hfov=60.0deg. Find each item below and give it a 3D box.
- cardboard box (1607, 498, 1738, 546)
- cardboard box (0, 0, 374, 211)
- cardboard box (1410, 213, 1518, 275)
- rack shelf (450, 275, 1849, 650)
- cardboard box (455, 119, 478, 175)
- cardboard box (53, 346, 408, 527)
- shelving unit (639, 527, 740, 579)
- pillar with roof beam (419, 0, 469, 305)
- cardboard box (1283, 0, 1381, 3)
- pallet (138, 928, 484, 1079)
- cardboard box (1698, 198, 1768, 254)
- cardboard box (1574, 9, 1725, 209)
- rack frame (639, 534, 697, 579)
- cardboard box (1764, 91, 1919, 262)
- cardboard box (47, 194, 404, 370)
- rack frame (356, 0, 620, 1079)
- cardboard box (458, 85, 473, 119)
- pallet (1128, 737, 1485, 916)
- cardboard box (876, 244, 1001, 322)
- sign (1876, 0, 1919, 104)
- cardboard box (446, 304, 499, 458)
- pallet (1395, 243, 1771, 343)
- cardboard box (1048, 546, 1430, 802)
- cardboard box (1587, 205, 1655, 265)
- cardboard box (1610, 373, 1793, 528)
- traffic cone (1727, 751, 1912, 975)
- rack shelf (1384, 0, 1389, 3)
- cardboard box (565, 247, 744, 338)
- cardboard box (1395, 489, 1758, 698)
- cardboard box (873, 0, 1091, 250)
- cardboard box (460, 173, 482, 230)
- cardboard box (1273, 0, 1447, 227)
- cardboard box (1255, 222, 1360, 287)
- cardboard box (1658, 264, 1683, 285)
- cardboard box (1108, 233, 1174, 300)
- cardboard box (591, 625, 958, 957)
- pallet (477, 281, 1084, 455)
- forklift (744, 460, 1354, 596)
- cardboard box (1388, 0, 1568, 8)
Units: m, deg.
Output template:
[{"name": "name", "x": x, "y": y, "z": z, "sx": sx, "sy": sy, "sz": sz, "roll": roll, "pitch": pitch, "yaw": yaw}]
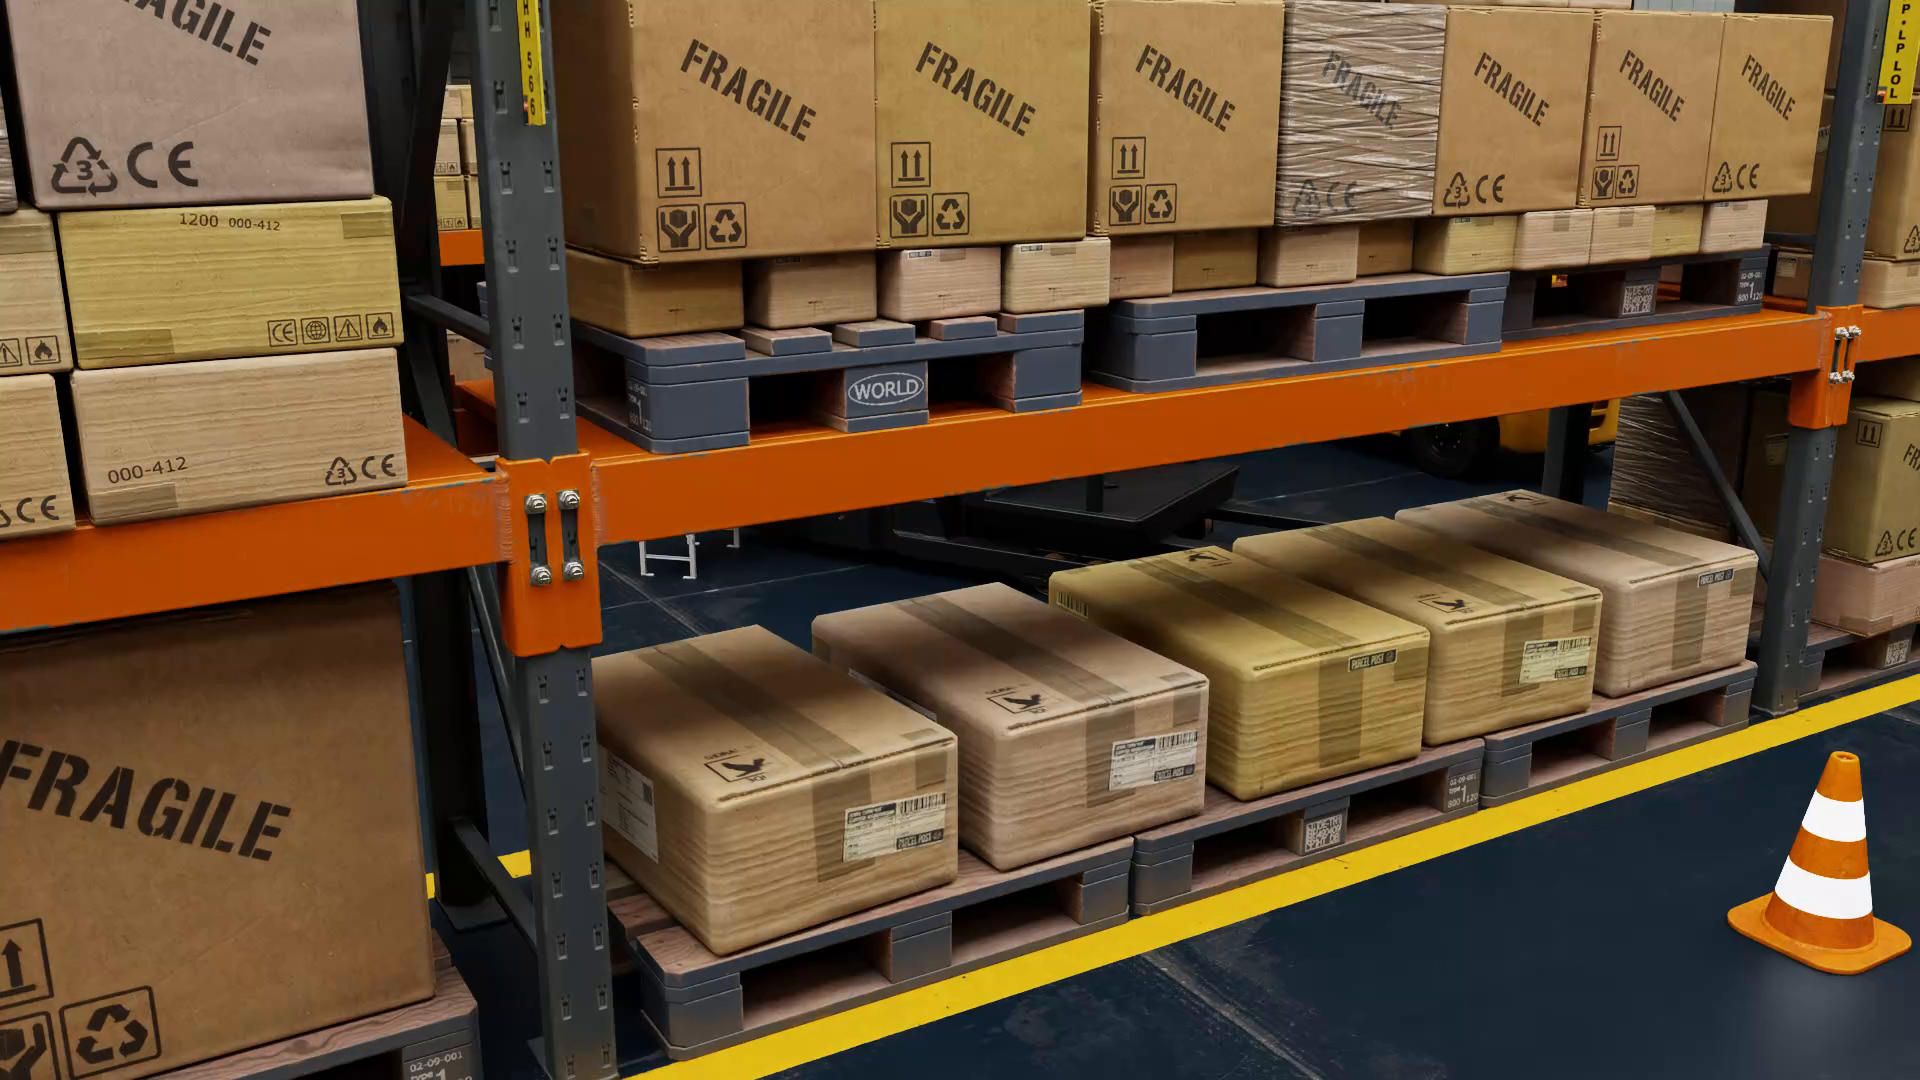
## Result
[{"name": "cardboard box", "x": 2.784, "y": -0.014, "z": 6.217, "sx": 0.500, "sy": 0.250, "sz": 0.500, "roll": -8, "pitch": 18, "yaw": -27}, {"name": "cardboard box", "x": -1.321, "y": -0.832, "z": 2.784, "sx": 0.500, "sy": 0.500, "sz": 0.500, "roll": -10, "pitch": 18, "yaw": -31}, {"name": "cardboard box", "x": 1.235, "y": -0.798, "z": 4.388, "sx": 0.250, "sy": 0.149, "sz": 0.380, "roll": -9, "pitch": 18, "yaw": -30}, {"name": "rack shelf", "x": 0.702, "y": -0.367, "z": 4.493, "sx": 4.000, "sy": 0.370, "sz": 1.077, "roll": -9, "pitch": 18, "yaw": -30}, {"name": "cardboard box", "x": -2.178, "y": -1.895, "z": 7.963, "sx": 0.500, "sy": 0.250, "sz": 0.500, "roll": -10, "pitch": 18, "yaw": -31}, {"name": "cardboard box", "x": -1.313, "y": -0.232, "z": 2.960, "sx": 0.500, "sy": 0.250, "sz": 0.500, "roll": -10, "pitch": 18, "yaw": -32}, {"name": "shelving unit", "x": -1.144, "y": -0.489, "z": 6.932, "sx": 0.258, "sy": 1.200, "sz": 0.503, "roll": 4, "pitch": 16, "yaw": 13}, {"name": "pillar with roof beam", "x": -0.702, "y": -3.865, "z": 4.527, "sx": 0.400, "sy": 9.000, "sz": 9.100, "roll": -9, "pitch": 18, "yaw": -30}, {"name": "cardboard box", "x": 0.952, "y": -1.539, "z": 4.625, "sx": 0.250, "sy": 0.149, "sz": 0.380, "roll": -8, "pitch": 18, "yaw": -27}, {"name": "pallet", "x": -1.727, "y": 1.000, "z": 3.452, "sx": 1.213, "sy": 0.211, "sz": 1.003, "roll": -9, "pitch": 18, "yaw": -30}, {"name": "cardboard box", "x": 2.117, "y": -0.937, "z": 4.882, "sx": 0.250, "sy": 0.149, "sz": 0.380, "roll": -9, "pitch": 18, "yaw": -29}, {"name": "cardboard box", "x": 1.714, "y": -1.198, "z": 4.612, "sx": 0.500, "sy": 0.500, "sz": 0.500, "roll": -9, "pitch": 18, "yaw": -29}, {"name": "rack frame", "x": -1.202, "y": -0.425, "z": 6.704, "sx": 0.240, "sy": 1.200, "sz": 0.015, "roll": 4, "pitch": 16, "yaw": 13}, {"name": "cardboard box", "x": 2.937, "y": -1.179, "z": 5.322, "sx": 0.500, "sy": 0.500, "sz": 0.500, "roll": -9, "pitch": 18, "yaw": -30}, {"name": "cardboard box", "x": -1.297, "y": -0.477, "z": 2.907, "sx": 0.500, "sy": 0.250, "sz": 0.500, "roll": -9, "pitch": 18, "yaw": -30}, {"name": "rack frame", "x": -1.013, "y": -0.435, "z": 3.404, "sx": 0.127, "sy": 3.000, "sz": 1.000, "roll": -9, "pitch": 18, "yaw": -30}, {"name": "cardboard box", "x": -2.295, "y": -2.080, "z": 7.885, "sx": 0.250, "sy": 0.149, "sz": 0.380, "roll": -9, "pitch": 18, "yaw": -29}, {"name": "pallet", "x": 0.702, "y": 0.631, "z": 4.768, "sx": 1.213, "sy": 0.211, "sz": 1.003, "roll": -9, "pitch": 18, "yaw": -30}, {"name": "cardboard box", "x": -0.121, "y": -0.577, "z": 3.599, "sx": 0.250, "sy": 0.149, "sz": 0.380, "roll": -11, "pitch": 19, "yaw": -33}, {"name": "sign", "x": 2.705, "y": -1.421, "z": 4.775, "sx": 0.005, "sy": 0.325, "sz": 0.100, "roll": -9, "pitch": 18, "yaw": -30}, {"name": "cardboard box", "x": -2.475, "y": -0.818, "z": 8.392, "sx": 0.625, "sy": 0.625, "sz": 0.875, "roll": -9, "pitch": 18, "yaw": -28}, {"name": "pallet", "x": 1.686, "y": -0.826, "z": 5.155, "sx": 1.213, "sy": 0.211, "sz": 1.003, "roll": -9, "pitch": 18, "yaw": -30}, {"name": "cardboard box", "x": 0.758, "y": 0.343, "z": 4.718, "sx": 0.625, "sy": 0.372, "sz": 0.950, "roll": -9, "pitch": 18, "yaw": -28}, {"name": "cardboard box", "x": 1.679, "y": -0.860, "z": 4.609, "sx": 0.250, "sy": 0.149, "sz": 0.380, "roll": -10, "pitch": 18, "yaw": -31}, {"name": "cardboard box", "x": 2.785, "y": -0.375, "z": 6.116, "sx": 0.500, "sy": 0.500, "sz": 0.500, "roll": -9, "pitch": 18, "yaw": -30}, {"name": "traffic cone", "x": 2.074, "y": 0.727, "z": 3.960, "sx": 0.334, "sy": 0.463, "sz": 0.336, "roll": -9, "pitch": 18, "yaw": -30}, {"name": "rack shelf", "x": 1.571, "y": -3.515, "z": 10.167, "sx": 4.000, "sy": 0.370, "sz": 1.077, "roll": -9, "pitch": 18, "yaw": -30}, {"name": "cardboard box", "x": -0.639, "y": -0.518, "z": 3.389, "sx": 0.250, "sy": 0.149, "sz": 0.380, "roll": -10, "pitch": 19, "yaw": -33}, {"name": "cardboard box", "x": 1.968, "y": 0.146, "z": 5.424, "sx": 0.625, "sy": 0.372, "sz": 0.950, "roll": -9, "pitch": 18, "yaw": -29}, {"name": "cardboard box", "x": -0.065, "y": -0.912, "z": 3.590, "sx": 0.500, "sy": 0.500, "sz": 0.500, "roll": -8, "pitch": 18, "yaw": -27}, {"name": "cardboard box", "x": -2.195, "y": -1.658, "z": 8.045, "sx": 0.500, "sy": 0.250, "sz": 0.500, "roll": -10, "pitch": 18, "yaw": -31}, {"name": "cardboard box", "x": 0.820, "y": -1.055, "z": 4.101, "sx": 0.500, "sy": 0.500, "sz": 0.500, "roll": -10, "pitch": 19, "yaw": -32}, {"name": "cardboard box", "x": 0.772, "y": -0.732, "z": 4.151, "sx": 0.250, "sy": 0.149, "sz": 0.380, "roll": -9, "pitch": 18, "yaw": -28}, {"name": "cardboard box", "x": 2.534, "y": -0.985, "z": 5.833, "sx": 0.250, "sy": 0.149, "sz": 0.380, "roll": -9, "pitch": 18, "yaw": -30}, {"name": "cardboard box", "x": 0.292, "y": -0.662, "z": 3.903, "sx": 0.250, "sy": 0.149, "sz": 0.380, "roll": -8, "pitch": 18, "yaw": -26}, {"name": "cardboard box", "x": -0.523, "y": 0.552, "z": 3.974, "sx": 0.625, "sy": 0.372, "sz": 0.950, "roll": -11, "pitch": 19, "yaw": -33}, {"name": "pallet", "x": -0.457, "y": -0.466, "z": 3.872, "sx": 1.003, "sy": 0.211, "sz": 1.213, "roll": -9, "pitch": 18, "yaw": -30}, {"name": "forklift", "x": 0.540, "y": -1.327, "z": 6.715, "sx": 3.031, "sy": 2.935, "sz": 1.130, "roll": 9, "pitch": 18, "yaw": 29}, {"name": "cardboard box", "x": 1.329, "y": -1.438, "z": 4.267, "sx": 0.250, "sy": 0.149, "sz": 0.380, "roll": -10, "pitch": 19, "yaw": -32}]
